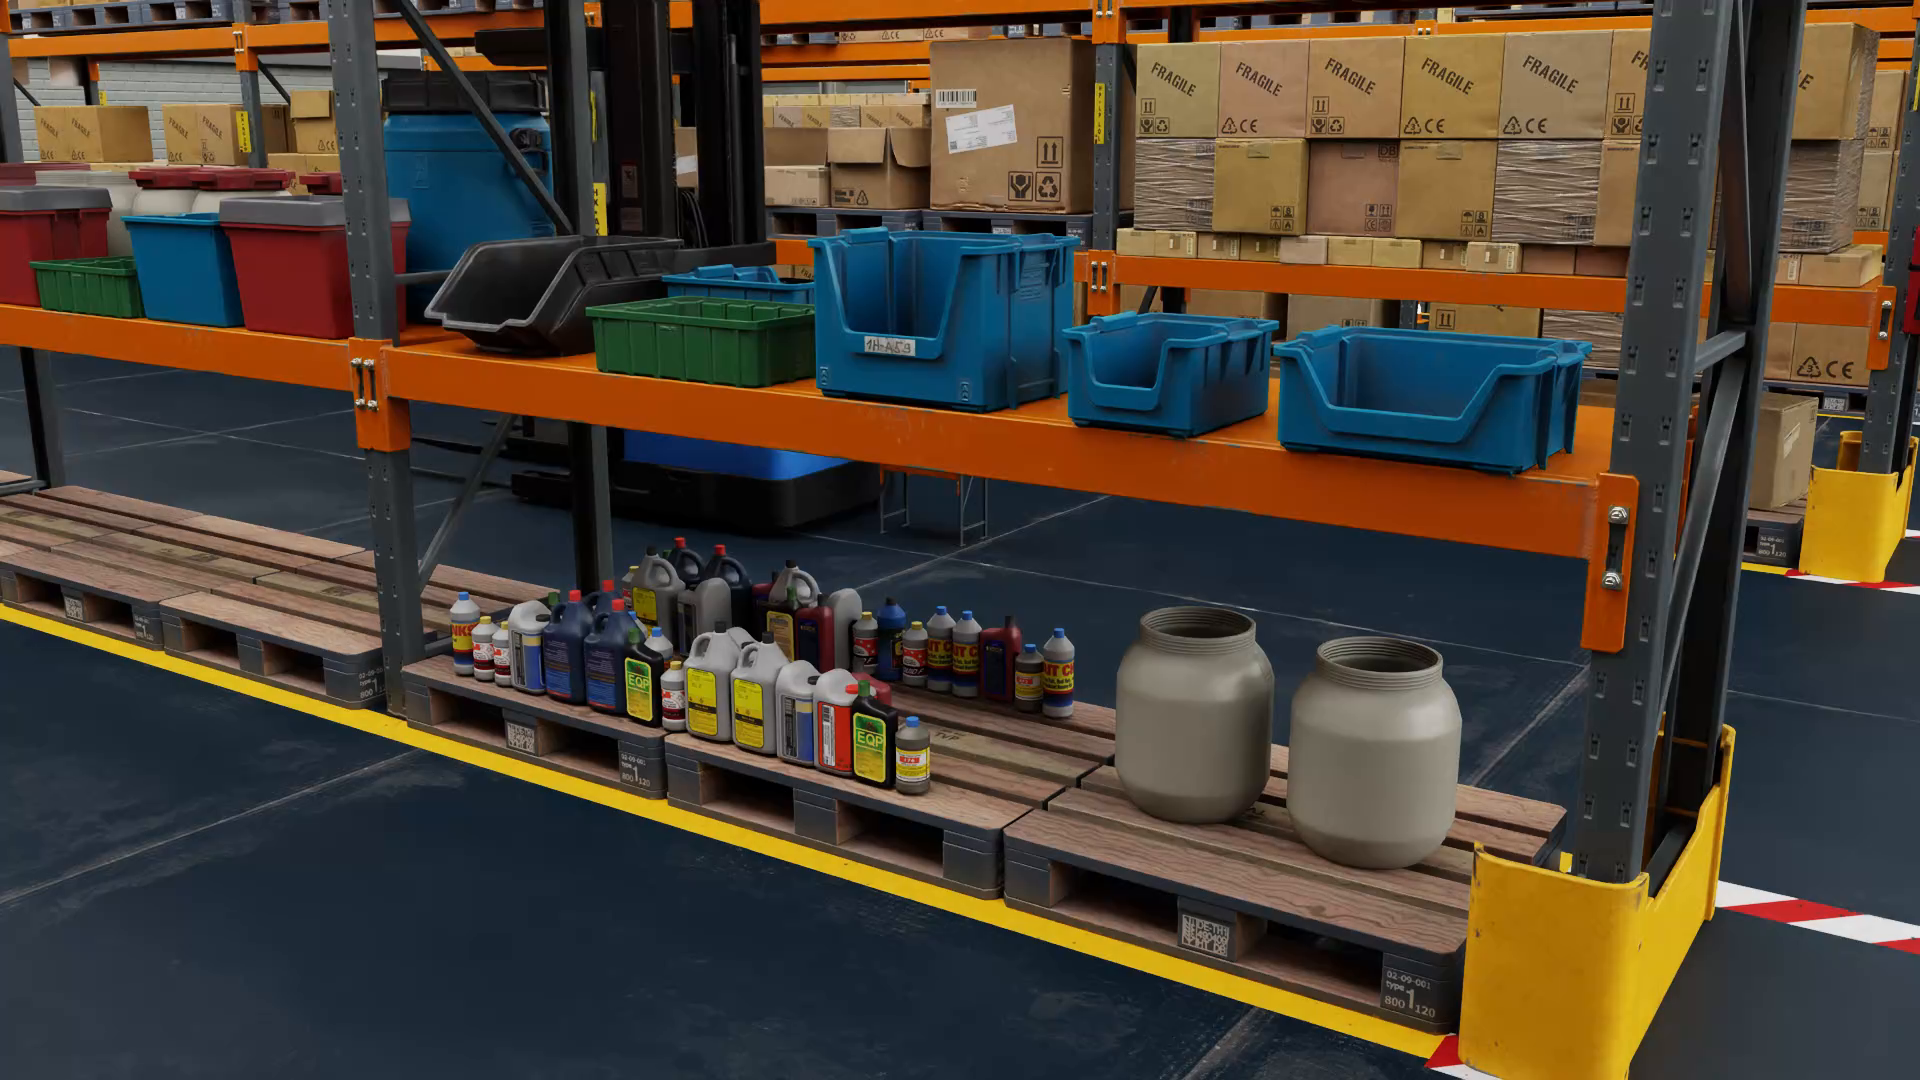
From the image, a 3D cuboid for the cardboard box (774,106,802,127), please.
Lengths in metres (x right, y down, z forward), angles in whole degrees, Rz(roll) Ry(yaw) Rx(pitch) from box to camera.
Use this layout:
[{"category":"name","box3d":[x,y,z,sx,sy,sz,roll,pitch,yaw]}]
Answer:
[{"category":"cardboard box","box3d":[-2.240,-5.783,23.152,0.500,0.500,0.500,9,17,32]}]

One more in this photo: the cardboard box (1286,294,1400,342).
[{"category":"cardboard box","box3d":[3.370,-2.073,14.262,0.750,0.750,1.050,9,17,33]}]

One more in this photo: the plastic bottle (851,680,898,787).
[{"category":"plastic bottle","box3d":[-0.238,0.538,4.645,0.133,0.283,0.061,10,17,34]}]

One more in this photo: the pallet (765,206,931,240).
[{"category":"pallet","box3d":[-0.571,-2.106,10.988,1.213,0.211,1.003,9,17,33]}]

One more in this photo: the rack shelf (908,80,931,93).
[{"category":"rack shelf","box3d":[1.083,-7.334,26.963,4.000,0.370,1.077,9,17,33]}]

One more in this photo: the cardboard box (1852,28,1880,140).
[{"category":"cardboard box","box3d":[4.098,-2.190,8.020,0.500,0.500,0.500,9,17,33]}]

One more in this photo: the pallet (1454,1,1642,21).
[{"category":"pallet","box3d":[4.608,-4.197,12.976,1.213,0.211,1.003,9,17,33]}]

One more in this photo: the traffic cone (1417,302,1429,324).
[{"category":"traffic cone","box3d":[4.803,-2.552,17.669,0.334,0.463,0.336,9,17,33]}]

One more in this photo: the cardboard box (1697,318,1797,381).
[{"category":"cardboard box","box3d":[5.923,-1.727,12.605,0.875,0.875,0.875,9,16,32]}]

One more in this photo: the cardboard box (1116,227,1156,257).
[{"category":"cardboard box","box3d":[1.093,-1.709,9.509,0.250,0.149,0.380,9,17,33]}]

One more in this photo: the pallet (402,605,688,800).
[{"category":"pallet","box3d":[-1.147,0.519,5.786,1.213,0.211,1.003,9,17,33]}]

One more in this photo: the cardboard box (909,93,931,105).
[{"category":"cardboard box","box3d":[-0.458,-5.796,21.854,0.250,0.149,0.380,9,16,32]}]

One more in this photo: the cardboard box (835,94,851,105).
[{"category":"cardboard box","box3d":[-1.483,-5.980,22.598,0.250,0.149,0.380,9,16,32]}]

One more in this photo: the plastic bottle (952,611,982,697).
[{"category":"plastic bottle","box3d":[0.023,0.363,5.375,0.097,0.271,0.097,0,14,0]}]

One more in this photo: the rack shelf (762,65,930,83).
[{"category":"rack shelf","box3d":[-1.684,-6.344,22.963,4.000,0.370,1.077,9,17,33]}]

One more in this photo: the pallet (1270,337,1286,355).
[{"category":"pallet","box3d":[3.253,-1.630,14.470,1.213,0.211,1.003,9,17,33]}]

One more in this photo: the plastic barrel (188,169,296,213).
[{"category":"plastic barrel","box3d":[-2.962,-1.269,6.924,0.433,0.535,0.433,0,14,0]}]

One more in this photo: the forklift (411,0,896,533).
[{"category":"forklift","box3d":[-1.873,-1.704,9.108,3.031,2.935,1.130,9,16,31]}]

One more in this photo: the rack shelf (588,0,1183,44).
[{"category":"rack shelf","box3d":[-0.577,-3.295,10.647,4.000,0.370,1.077,9,17,33]}]

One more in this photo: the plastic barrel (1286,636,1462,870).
[{"category":"plastic barrel","box3d":[1.049,0.535,4.225,0.421,0.512,0.421,0,14,0]}]

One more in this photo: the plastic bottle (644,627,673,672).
[{"category":"plastic bottle","box3d":[-0.944,0.407,5.200,0.097,0.271,0.097,0,14,0]}]

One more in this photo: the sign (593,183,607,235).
[{"category":"sign","box3d":[-1.365,-1.175,6.252,0.005,0.325,0.100,9,17,33]}]

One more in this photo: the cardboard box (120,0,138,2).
[{"category":"cardboard box","box3d":[-7.036,-5.014,14.805,0.500,0.500,0.700,10,17,35]}]

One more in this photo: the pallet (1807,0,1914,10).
[{"category":"pallet","box3d":[6.633,-3.870,11.655,1.213,0.211,1.003,9,17,33]}]

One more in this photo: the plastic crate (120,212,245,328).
[{"category":"plastic crate","box3d":[-2.770,-1.011,6.197,0.575,0.384,0.392,9,17,33]}]

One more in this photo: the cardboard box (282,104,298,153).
[{"category":"cardboard box","box3d":[-5.810,-3.544,14.529,0.500,0.500,0.500,9,17,33]}]

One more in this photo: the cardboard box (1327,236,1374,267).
[{"category":"cardboard box","box3d":[2.144,-1.547,8.852,0.250,0.149,0.380,9,17,33]}]

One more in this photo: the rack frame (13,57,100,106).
[{"category":"rack frame","box3d":[-8.874,-3.529,16.339,0.127,3.000,1.000,9,17,33]}]

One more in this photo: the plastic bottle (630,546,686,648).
[{"category":"plastic bottle","box3d":[-1.067,0.197,5.881,0.185,0.351,0.144,9,17,33]}]

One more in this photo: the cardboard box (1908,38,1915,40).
[{"category":"cardboard box","box3d":[9.054,-4.755,15.570,0.250,0.149,0.380,10,17,34]}]

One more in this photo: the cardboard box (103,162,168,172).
[{"category":"cardboard box","box3d":[-7.341,-3.277,15.014,0.500,0.250,0.500,9,16,32]}]

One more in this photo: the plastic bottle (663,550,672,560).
[{"category":"plastic bottle","box3d":[-1.098,0.171,6.127,0.133,0.283,0.061,10,17,36]}]

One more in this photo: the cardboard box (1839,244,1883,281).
[{"category":"cardboard box","box3d":[4.299,-1.348,8.047,0.250,0.149,0.380,9,17,33]}]

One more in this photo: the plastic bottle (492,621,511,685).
[{"category":"plastic bottle","box3d":[-1.493,0.370,5.496,0.097,0.201,0.097,0,14,0]}]

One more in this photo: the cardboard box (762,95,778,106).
[{"category":"cardboard box","box3d":[-2.566,-6.141,23.249,0.250,0.149,0.380,9,16,31]}]

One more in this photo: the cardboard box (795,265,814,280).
[{"category":"cardboard box","box3d":[-1.356,-2.669,17.190,0.500,0.500,0.500,10,17,34]}]

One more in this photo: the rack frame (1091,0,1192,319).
[{"category":"rack frame","box3d":[1.083,-1.920,9.838,0.127,3.000,1.000,9,17,33]}]

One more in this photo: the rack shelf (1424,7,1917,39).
[{"category":"rack shelf","box3d":[5.594,-3.734,12.420,4.000,0.370,1.077,9,17,33]}]

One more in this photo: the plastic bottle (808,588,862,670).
[{"category":"plastic bottle","box3d":[-0.426,0.297,5.636,0.135,0.276,0.152,10,17,34]}]

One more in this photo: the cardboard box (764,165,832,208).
[{"category":"cardboard box","box3d":[-0.974,-2.317,10.879,0.500,0.250,0.500,9,16,31]}]

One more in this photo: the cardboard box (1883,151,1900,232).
[{"category":"cardboard box","box3d":[6.921,-2.473,11.757,0.550,0.550,0.875,9,17,33]}]

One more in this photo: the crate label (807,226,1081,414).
[{"category":"crate label","box3d":[-0.040,-0.606,4.456,0.616,0.435,0.502,9,17,33]}]

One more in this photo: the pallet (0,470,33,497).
[{"category":"pallet","box3d":[-5.678,-0.213,8.744,1.213,0.211,1.003,9,17,33]}]

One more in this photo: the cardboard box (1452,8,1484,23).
[{"category":"cardboard box","box3d":[5.631,-5.602,17.905,0.500,0.250,0.500,9,17,33]}]

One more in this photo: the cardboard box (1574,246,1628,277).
[{"category":"cardboard box","box3d":[3.224,-1.394,8.235,0.250,0.149,0.380,9,17,33]}]

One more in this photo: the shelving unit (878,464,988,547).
[{"category":"shelving unit","box3d":[-0.137,-0.605,8.269,0.503,1.200,0.258,9,17,33]}]

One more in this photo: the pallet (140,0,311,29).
[{"category":"pallet","box3d":[-6.228,-4.518,14.273,1.213,0.211,1.003,9,17,33]}]

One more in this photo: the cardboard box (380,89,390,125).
[{"category":"cardboard box","box3d":[-4.458,-3.350,13.318,0.637,0.503,0.797,9,17,33]}]

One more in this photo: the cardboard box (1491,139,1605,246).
[{"category":"cardboard box","box3d":[3.088,-1.775,8.423,0.500,0.500,0.875,9,17,33]}]

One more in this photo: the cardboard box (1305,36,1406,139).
[{"category":"cardboard box","box3d":[2.145,-2.353,8.680,0.500,0.500,0.500,9,17,33]}]

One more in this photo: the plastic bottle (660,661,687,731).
[{"category":"plastic bottle","box3d":[-0.865,0.471,5.086,0.097,0.201,0.097,0,14,0]}]

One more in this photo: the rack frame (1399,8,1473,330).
[{"category":"rack frame","box3d":[3.935,-2.896,13.778,0.127,3.000,1.000,9,17,33]}]
